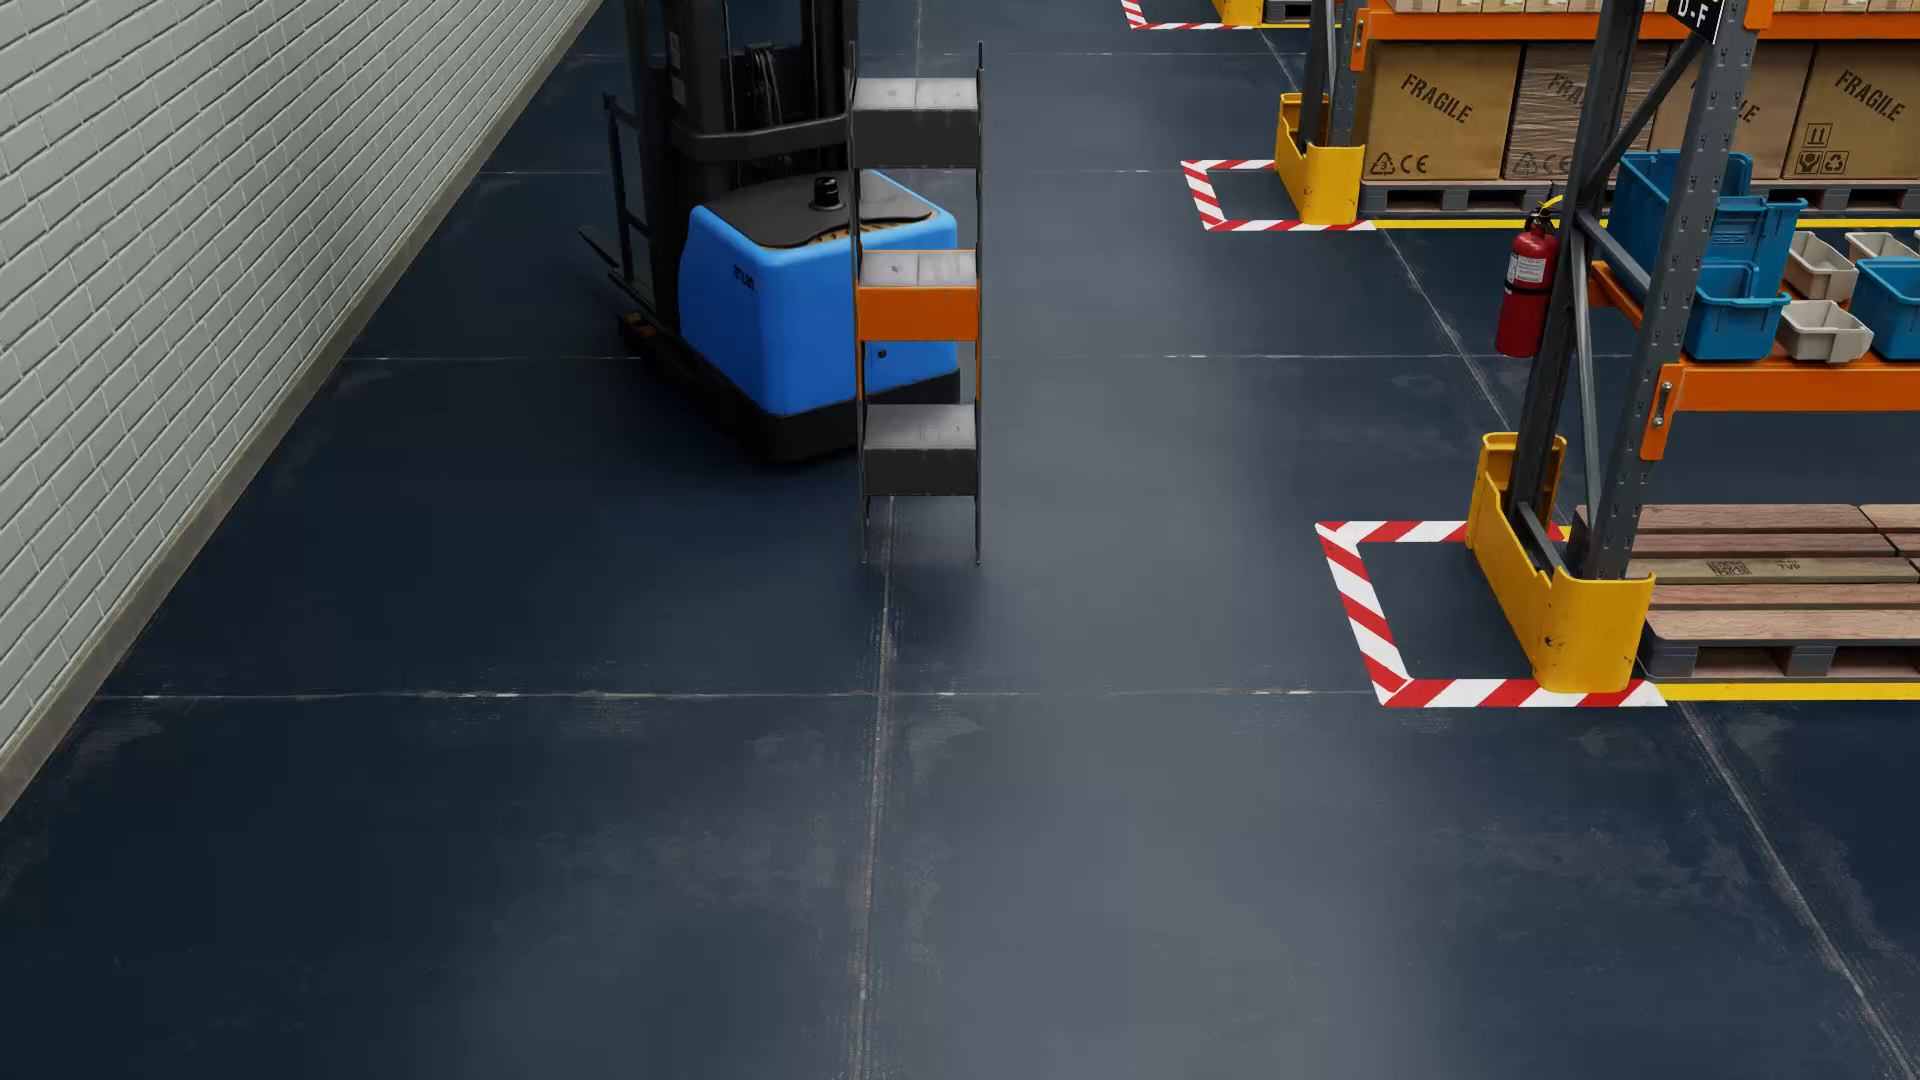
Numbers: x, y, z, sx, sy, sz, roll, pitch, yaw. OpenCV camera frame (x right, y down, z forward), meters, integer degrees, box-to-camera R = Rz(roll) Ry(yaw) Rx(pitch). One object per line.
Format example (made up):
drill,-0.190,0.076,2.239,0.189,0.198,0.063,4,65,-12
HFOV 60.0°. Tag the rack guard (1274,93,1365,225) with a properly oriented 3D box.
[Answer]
rack guard,2.342,-2.513,10.910,0.348,0.500,1.175,0,31,0

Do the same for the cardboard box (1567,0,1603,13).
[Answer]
cardboard box,3.750,-3.308,10.053,0.250,0.149,0.380,-1,31,-1

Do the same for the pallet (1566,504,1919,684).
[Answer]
pallet,3.220,0.197,6.721,1.213,0.211,1.003,0,31,0

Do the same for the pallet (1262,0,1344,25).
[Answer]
pallet,3.325,-4.947,15.200,1.213,0.211,1.003,0,31,0

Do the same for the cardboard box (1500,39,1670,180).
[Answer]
cardboard box,3.915,-2.899,10.780,0.875,0.875,0.875,0,31,0

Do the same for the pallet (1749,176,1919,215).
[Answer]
pallet,5.605,-2.440,11.068,1.213,0.211,1.003,0,31,0

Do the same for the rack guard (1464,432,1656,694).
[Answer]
rack guard,2.372,0.063,6.664,0.348,0.500,1.175,0,31,0

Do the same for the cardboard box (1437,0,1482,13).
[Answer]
cardboard box,2.979,-3.306,10.049,0.250,0.149,0.380,-1,31,-1

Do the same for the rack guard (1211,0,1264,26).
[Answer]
rack guard,2.513,-5.086,15.151,0.348,0.500,1.175,0,31,0

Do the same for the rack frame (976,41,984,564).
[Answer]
rack frame,0.078,-0.898,6.706,0.015,2.100,0.400,0,31,0

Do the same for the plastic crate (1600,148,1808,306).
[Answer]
plastic crate,2.729,-1.151,6.163,0.499,0.435,0.616,0,31,0

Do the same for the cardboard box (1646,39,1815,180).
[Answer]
cardboard box,4.805,-2.902,10.784,0.875,0.875,0.875,0,31,0

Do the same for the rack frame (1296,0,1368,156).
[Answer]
rack frame,2.366,-3.582,10.261,0.127,3.000,1.000,0,31,0

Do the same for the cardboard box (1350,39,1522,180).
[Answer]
cardboard box,3.005,-2.896,10.775,0.875,0.875,0.875,0,31,0

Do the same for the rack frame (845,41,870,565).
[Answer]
rack frame,-0.410,-0.896,6.703,0.015,2.100,0.400,0,31,0

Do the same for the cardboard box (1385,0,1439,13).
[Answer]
cardboard box,2.723,-3.304,10.046,0.250,0.149,0.380,0,31,0

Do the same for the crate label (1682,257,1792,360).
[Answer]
crate label,2.644,-0.796,5.774,0.303,0.233,0.416,0,31,0

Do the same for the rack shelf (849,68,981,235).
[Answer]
rack shelf,-0.166,-1.484,6.348,0.480,0.518,0.431,0,31,0

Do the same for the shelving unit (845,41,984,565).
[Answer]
shelving unit,-0.166,-0.897,6.704,0.503,2.100,0.431,0,31,0

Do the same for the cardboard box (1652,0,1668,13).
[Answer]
cardboard box,4.261,-3.310,10.055,0.250,0.149,0.380,-1,31,-2

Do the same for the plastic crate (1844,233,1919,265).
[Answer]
plastic crate,3.500,-1.015,6.228,0.243,0.136,0.396,0,31,0

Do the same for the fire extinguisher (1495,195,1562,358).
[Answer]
fire extinguisher,2.242,-1.055,6.531,0.183,0.674,0.296,0,31,0

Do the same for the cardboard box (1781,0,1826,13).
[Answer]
cardboard box,5.034,-3.312,10.060,0.250,0.149,0.380,0,31,1

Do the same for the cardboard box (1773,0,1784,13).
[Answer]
cardboard box,4.778,-3.312,10.058,0.250,0.149,0.380,-1,31,-1

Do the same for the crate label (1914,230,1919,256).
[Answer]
crate label,3.778,-1.029,6.250,0.243,0.136,0.396,0,31,0

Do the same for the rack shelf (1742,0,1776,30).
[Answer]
rack shelf,4.396,-1.993,5.446,4.000,0.370,1.077,0,31,0

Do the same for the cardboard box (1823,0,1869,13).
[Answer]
cardboard box,5.291,-3.313,10.061,0.250,0.149,0.380,0,31,1

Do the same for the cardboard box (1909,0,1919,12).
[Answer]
cardboard box,5.805,-3.315,10.064,0.250,0.149,0.380,0,31,1

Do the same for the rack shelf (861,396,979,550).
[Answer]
rack shelf,-0.166,-0.287,7.075,0.480,0.518,0.431,0,31,0

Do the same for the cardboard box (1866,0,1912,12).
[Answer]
cardboard box,5.549,-3.314,10.063,0.250,0.149,0.380,-1,31,-1

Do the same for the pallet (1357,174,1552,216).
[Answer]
pallet,3.165,-2.432,11.056,1.213,0.211,1.003,0,31,0

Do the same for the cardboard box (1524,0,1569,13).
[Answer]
cardboard box,3.496,-3.308,10.053,0.250,0.149,0.380,-1,31,-1

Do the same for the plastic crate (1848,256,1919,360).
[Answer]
plastic crate,3.303,-0.798,5.778,0.300,0.233,0.416,0,31,0

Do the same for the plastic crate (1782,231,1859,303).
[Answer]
plastic crate,3.210,-1.022,6.239,0.243,0.136,0.396,0,31,0

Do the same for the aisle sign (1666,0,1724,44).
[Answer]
aisle sign,2.325,-1.969,5.098,0.004,0.787,0.394,0,31,0

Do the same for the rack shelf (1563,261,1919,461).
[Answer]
rack shelf,4.396,-0.711,6.224,4.000,0.370,1.077,0,31,0

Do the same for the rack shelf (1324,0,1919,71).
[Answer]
rack shelf,4.366,-3.280,10.458,4.000,0.370,1.077,0,31,0

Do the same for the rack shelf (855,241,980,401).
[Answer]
rack shelf,-0.166,-0.886,6.712,0.480,0.518,0.431,0,31,0

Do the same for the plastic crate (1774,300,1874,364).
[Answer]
plastic crate,2.966,-0.713,5.730,0.298,0.136,0.250,0,31,0

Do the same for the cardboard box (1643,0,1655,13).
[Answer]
cardboard box,4.008,-3.309,10.055,0.250,0.149,0.380,0,31,-1

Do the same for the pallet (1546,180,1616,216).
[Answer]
pallet,4.382,-2.435,11.059,1.213,0.211,1.003,0,31,0

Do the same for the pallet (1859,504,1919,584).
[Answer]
pallet,4.437,0.195,6.725,1.213,0.211,1.003,0,31,0

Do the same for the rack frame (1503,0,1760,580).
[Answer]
rack frame,2.396,-1.012,6.027,0.127,3.000,1.000,0,31,0

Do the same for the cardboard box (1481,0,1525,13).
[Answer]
cardboard box,3.235,-3.307,10.050,0.250,0.149,0.380,-1,31,-1

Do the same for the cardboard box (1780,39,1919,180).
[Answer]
cardboard box,5.705,-2.905,10.789,0.875,0.875,0.875,0,31,0

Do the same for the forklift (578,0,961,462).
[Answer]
forklift,-1.195,-2.341,8.283,1.130,2.935,3.031,-18,35,-26
